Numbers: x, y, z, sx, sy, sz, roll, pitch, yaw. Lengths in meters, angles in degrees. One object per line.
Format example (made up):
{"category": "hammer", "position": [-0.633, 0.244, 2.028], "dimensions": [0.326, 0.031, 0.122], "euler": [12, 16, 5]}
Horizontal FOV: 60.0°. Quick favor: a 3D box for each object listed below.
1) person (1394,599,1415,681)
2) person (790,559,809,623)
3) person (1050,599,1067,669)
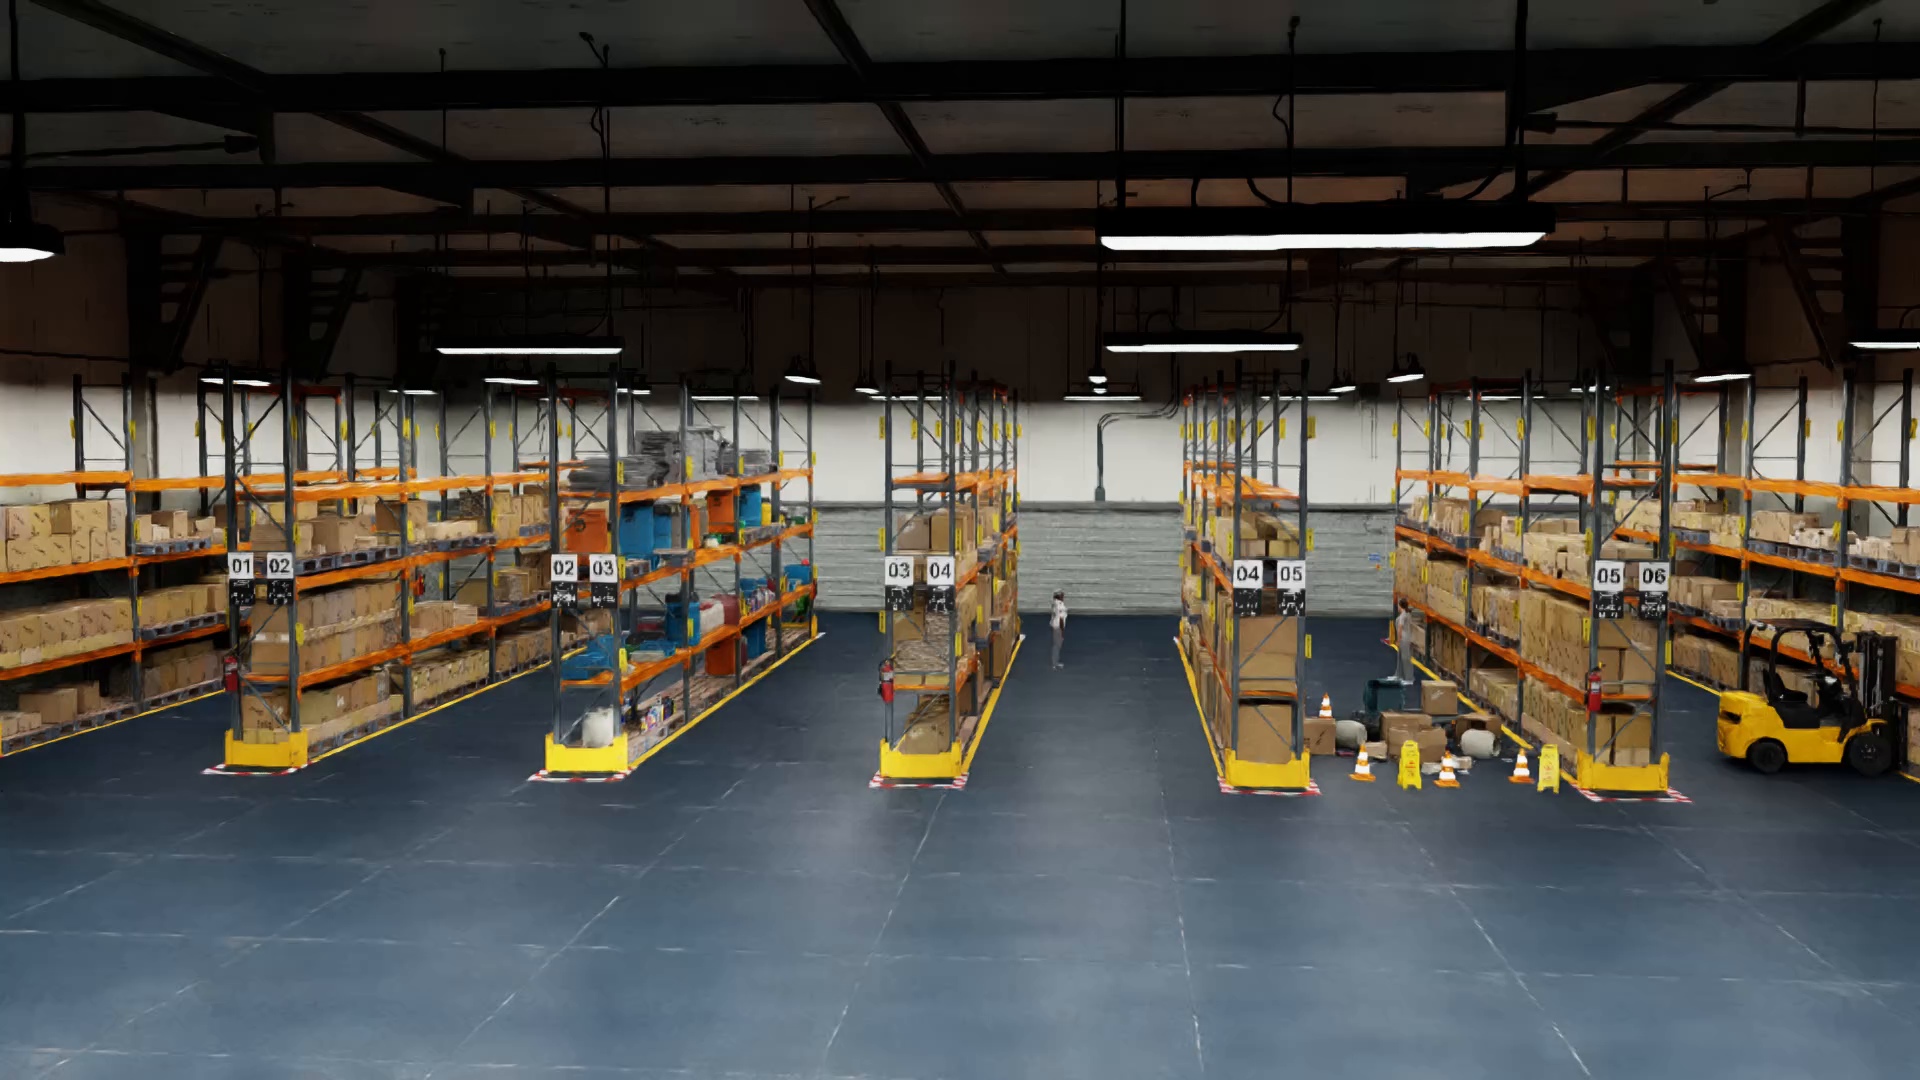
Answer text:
{"category": "person", "position": [8.793, 1.961, 32.837], "dimensions": [0.448, 1.603, 0.540], "euler": [2, 4, 26]}
{"category": "person", "position": [-4.003, 1.362, 41.667], "dimensions": [0.460, 1.780, 0.697], "euler": [3, 5, 38]}
{"category": "person", "position": [2.080, 1.961, 34.949], "dimensions": [0.371, 1.459, 0.520], "euler": [-1, 4, -14]}
